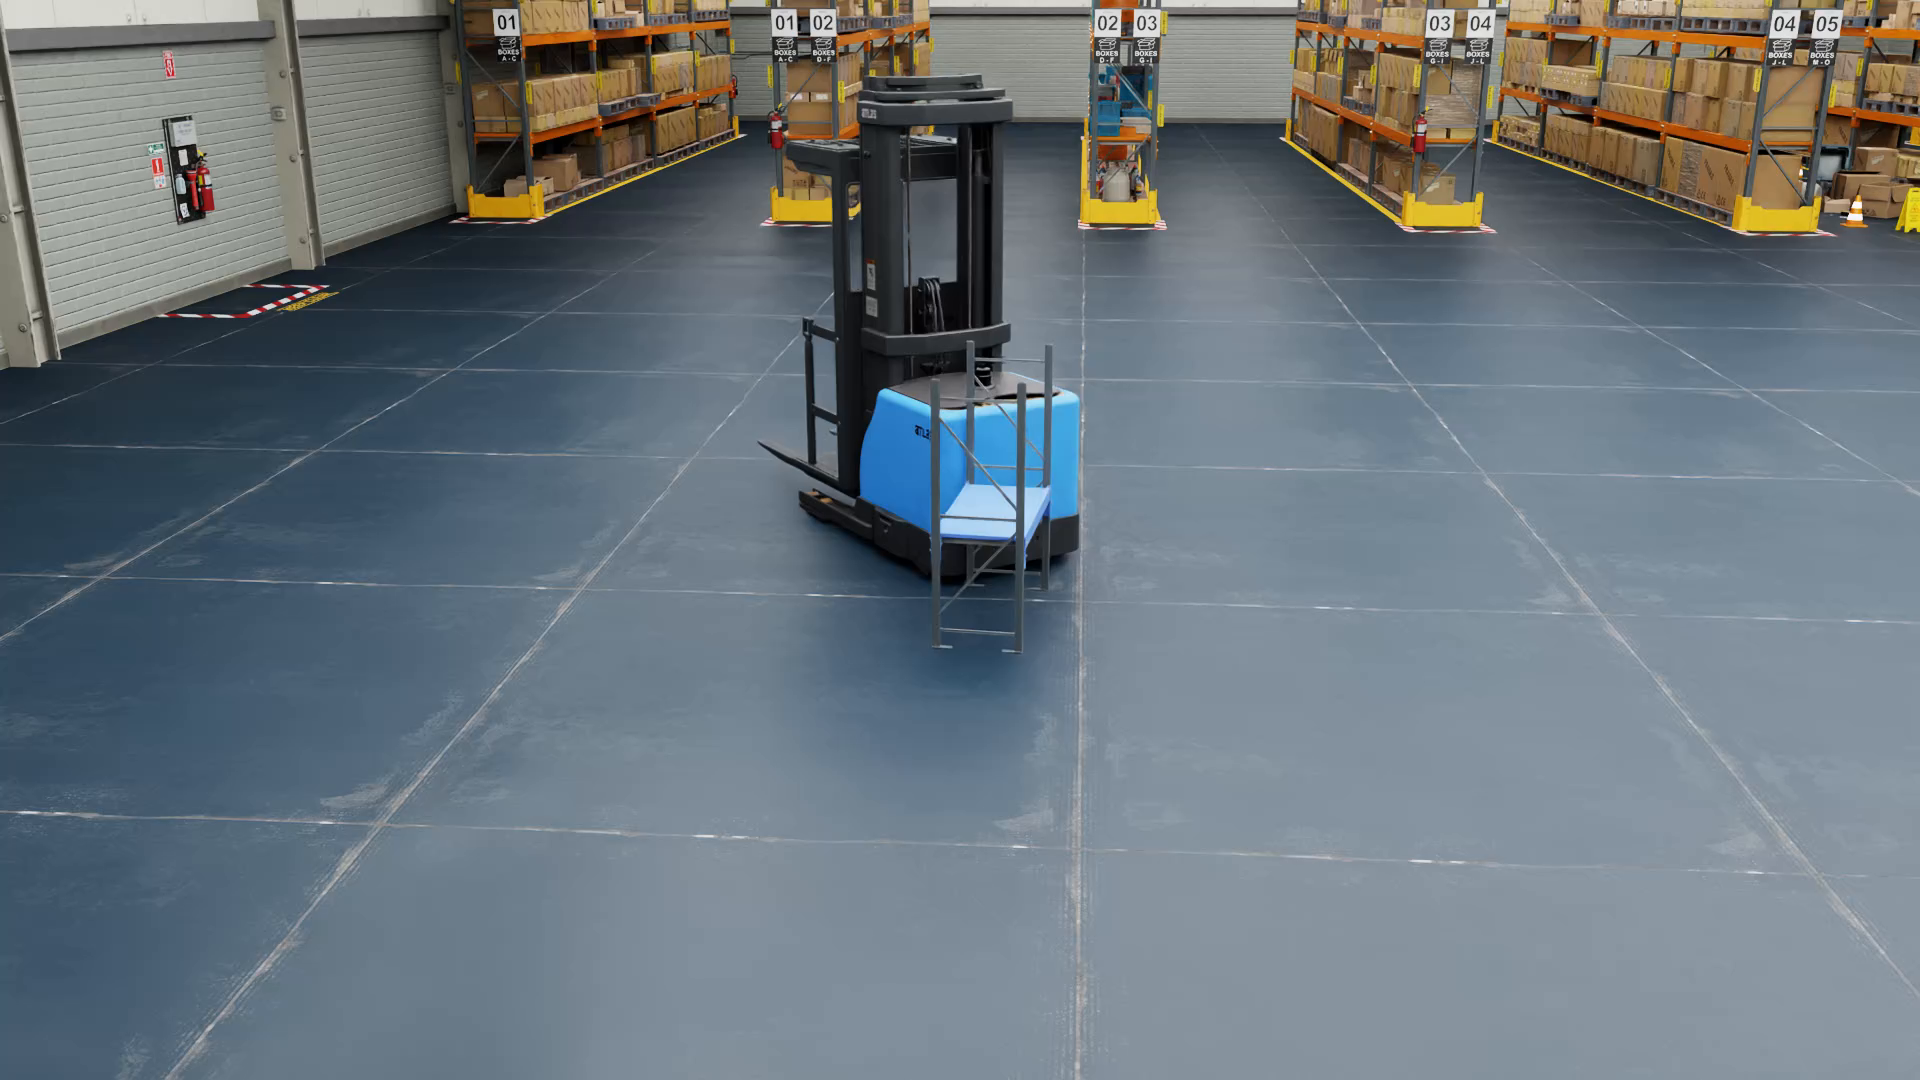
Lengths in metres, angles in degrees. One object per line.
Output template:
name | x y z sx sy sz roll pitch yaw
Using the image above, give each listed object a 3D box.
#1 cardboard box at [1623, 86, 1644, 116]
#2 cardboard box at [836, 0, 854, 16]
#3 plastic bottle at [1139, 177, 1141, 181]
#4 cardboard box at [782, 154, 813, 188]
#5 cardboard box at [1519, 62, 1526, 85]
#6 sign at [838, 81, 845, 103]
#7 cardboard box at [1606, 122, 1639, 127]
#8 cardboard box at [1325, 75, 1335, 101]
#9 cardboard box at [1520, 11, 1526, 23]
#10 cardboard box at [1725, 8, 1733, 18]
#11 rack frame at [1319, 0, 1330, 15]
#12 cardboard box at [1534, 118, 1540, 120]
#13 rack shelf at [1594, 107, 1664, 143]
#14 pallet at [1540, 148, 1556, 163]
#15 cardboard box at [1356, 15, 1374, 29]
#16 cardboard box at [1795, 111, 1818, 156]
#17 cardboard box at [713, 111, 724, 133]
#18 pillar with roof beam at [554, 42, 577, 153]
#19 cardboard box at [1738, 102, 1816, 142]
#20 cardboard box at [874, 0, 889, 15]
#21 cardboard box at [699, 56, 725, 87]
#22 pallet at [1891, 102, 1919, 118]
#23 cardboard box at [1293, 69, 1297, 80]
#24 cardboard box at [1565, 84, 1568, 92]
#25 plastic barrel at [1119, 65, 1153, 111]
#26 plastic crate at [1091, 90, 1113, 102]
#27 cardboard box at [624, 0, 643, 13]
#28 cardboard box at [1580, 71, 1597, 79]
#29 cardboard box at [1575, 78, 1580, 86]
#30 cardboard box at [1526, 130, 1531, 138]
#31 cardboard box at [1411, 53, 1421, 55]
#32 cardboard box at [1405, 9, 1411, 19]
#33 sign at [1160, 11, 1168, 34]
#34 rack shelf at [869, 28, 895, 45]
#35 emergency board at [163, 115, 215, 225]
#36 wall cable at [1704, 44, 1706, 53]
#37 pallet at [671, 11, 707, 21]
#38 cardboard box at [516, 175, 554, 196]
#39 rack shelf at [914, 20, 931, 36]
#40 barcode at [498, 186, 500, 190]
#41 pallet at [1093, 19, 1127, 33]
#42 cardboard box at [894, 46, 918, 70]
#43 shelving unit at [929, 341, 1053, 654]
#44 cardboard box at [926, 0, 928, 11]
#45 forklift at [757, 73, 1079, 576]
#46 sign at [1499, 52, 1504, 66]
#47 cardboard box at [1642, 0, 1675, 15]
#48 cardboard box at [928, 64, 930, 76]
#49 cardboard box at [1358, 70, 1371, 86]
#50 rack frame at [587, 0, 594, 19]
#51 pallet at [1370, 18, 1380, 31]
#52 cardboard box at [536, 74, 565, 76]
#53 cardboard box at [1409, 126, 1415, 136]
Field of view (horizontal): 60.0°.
cardboard box | 12.585 -8.099 30.662 0.500 0.500 0.500 1 18 3
cardboard box | -2.008 -8.782 27.031 0.500 0.500 0.500 1 18 4
plastic bottle | 3.016 -5.966 27.970 0.061 0.283 0.133 2 18 5
cardboard box | -2.658 -5.956 26.820 0.500 0.500 0.500 1 18 4
cardboard box | 13.169 -10.717 38.174 0.500 0.500 0.500 1 18 2
sign | -1.846 -6.969 25.855 0.100 0.325 0.005 1 18 4
cardboard box | 13.286 -8.231 33.361 0.500 0.250 0.500 0 18 1
cardboard box | 7.956 -9.476 34.866 0.500 0.500 0.500 2 18 5
cardboard box | 13.215 -12.035 38.259 0.500 0.250 0.500 1 18 2
cardboard box | 12.199 -8.228 25.967 0.380 0.149 0.250 1 18 4
rack frame | 8.341 -12.889 35.807 1.000 3.000 0.127 1 18 4
cardboard box | 13.734 -9.857 39.136 0.380 0.149 0.250 1 18 2
rack shelf | 12.851 -7.691 30.733 1.077 0.370 4.000 1 18 4
pallet | 13.227 -8.329 36.004 1.003 0.211 1.213 1 18 4
cardboard box | 7.703 -9.691 31.104 0.500 0.250 0.500 2 18 5
cardboard box | 18.204 -8.532 34.882 0.875 0.875 0.875 2 18 6
cardboard box | -6.180 -10.249 40.724 0.700 0.500 0.500 1 18 4
pillar with roof beam | -3.429 -11.498 31.562 9.100 9.000 0.400 1 18 4
cardboard box | 12.403 -6.357 25.265 0.875 0.550 0.550 1 18 4
cardboard box | -1.828 -10.628 33.562 0.910 0.500 0.500 1 18 4
cardboard box | -6.261 -11.370 40.324 0.980 0.700 0.700 1 18 3
pallet | 17.838 -7.868 30.426 1.003 0.211 1.213 1 18 4
cardboard box | 8.325 -11.208 40.073 0.500 0.250 0.500 1 18 2
cardboard box | 12.669 -9.296 34.204 0.380 0.149 0.250 2 18 6
plastic barrel | 3.158 -8.016 29.764 0.600 0.901 0.708 1 18 4
plastic crate | 2.557 -7.852 29.966 0.402 0.464 0.583 1 18 4
cardboard box | -6.790 -10.959 33.866 0.700 0.500 0.500 0 18 0
cardboard box | 12.593 -9.257 33.131 0.380 0.149 0.250 1 18 3
cardboard box | 12.610 -9.204 33.446 0.380 0.149 0.250 2 18 5
cardboard box | 12.996 -9.155 37.473 0.380 0.149 0.250 1 18 2
cardboard box | 8.010 -8.072 28.496 0.500 0.500 0.500 1 18 4
cardboard box | 7.290 -8.352 26.379 0.380 0.149 0.250 0 18 1
sign | 3.089 -7.838 25.195 0.100 0.325 0.005 1 18 4
rack shelf | -1.969 -9.481 31.378 1.077 0.370 4.000 1 18 4
emergency board | -8.798 -4.250 19.075 0.194 1.169 0.643 1 18 4
wall cable | 20.309 -13.266 44.960 0.588 1.984 0.122 1 18 4
pallet | -6.411 -12.007 38.075 1.003 0.211 1.213 1 18 4
cardboard box | -7.160 -5.964 27.920 0.500 0.311 0.500 3 18 8
rack shelf | -1.396 -11.965 38.960 1.077 0.370 4.000 1 18 4
barcode | -7.599 -5.806 27.423 0.001 0.075 0.075 1 18 4
pallet | 2.873 -8.774 28.368 1.213 0.211 1.003 1 18 4
cardboard box | -1.225 -10.923 37.676 0.500 0.500 0.500 2 18 5
shelving unit | 0.191 -0.267 9.329 0.538 1.500 1.048 3 18 10
cardboard box | -1.035 -12.929 40.185 0.500 0.250 0.500 1 18 4
forklift | -0.448 -1.582 11.043 1.130 2.935 3.031 -11 21 -30
sign | 13.027 -11.562 40.001 0.100 0.325 0.005 1 18 4
cardboard box | 12.614 -9.591 29.867 0.500 0.311 0.500 1 18 2
cardboard box | -1.013 -11.405 40.753 0.500 0.500 0.500 2 18 6
cardboard box | 8.056 -8.875 32.355 0.500 0.500 0.500 -1 18 -3
rack frame | -7.054 -10.736 29.237 1.000 3.000 0.127 1 18 4
pallet | 7.918 -9.079 29.299 1.213 0.211 1.003 1 18 4
cardboard box | -7.296 -8.039 29.643 0.500 0.500 0.500 1 18 3
cardboard box | 7.281 -6.442 26.168 0.380 0.149 0.250 1 18 4
